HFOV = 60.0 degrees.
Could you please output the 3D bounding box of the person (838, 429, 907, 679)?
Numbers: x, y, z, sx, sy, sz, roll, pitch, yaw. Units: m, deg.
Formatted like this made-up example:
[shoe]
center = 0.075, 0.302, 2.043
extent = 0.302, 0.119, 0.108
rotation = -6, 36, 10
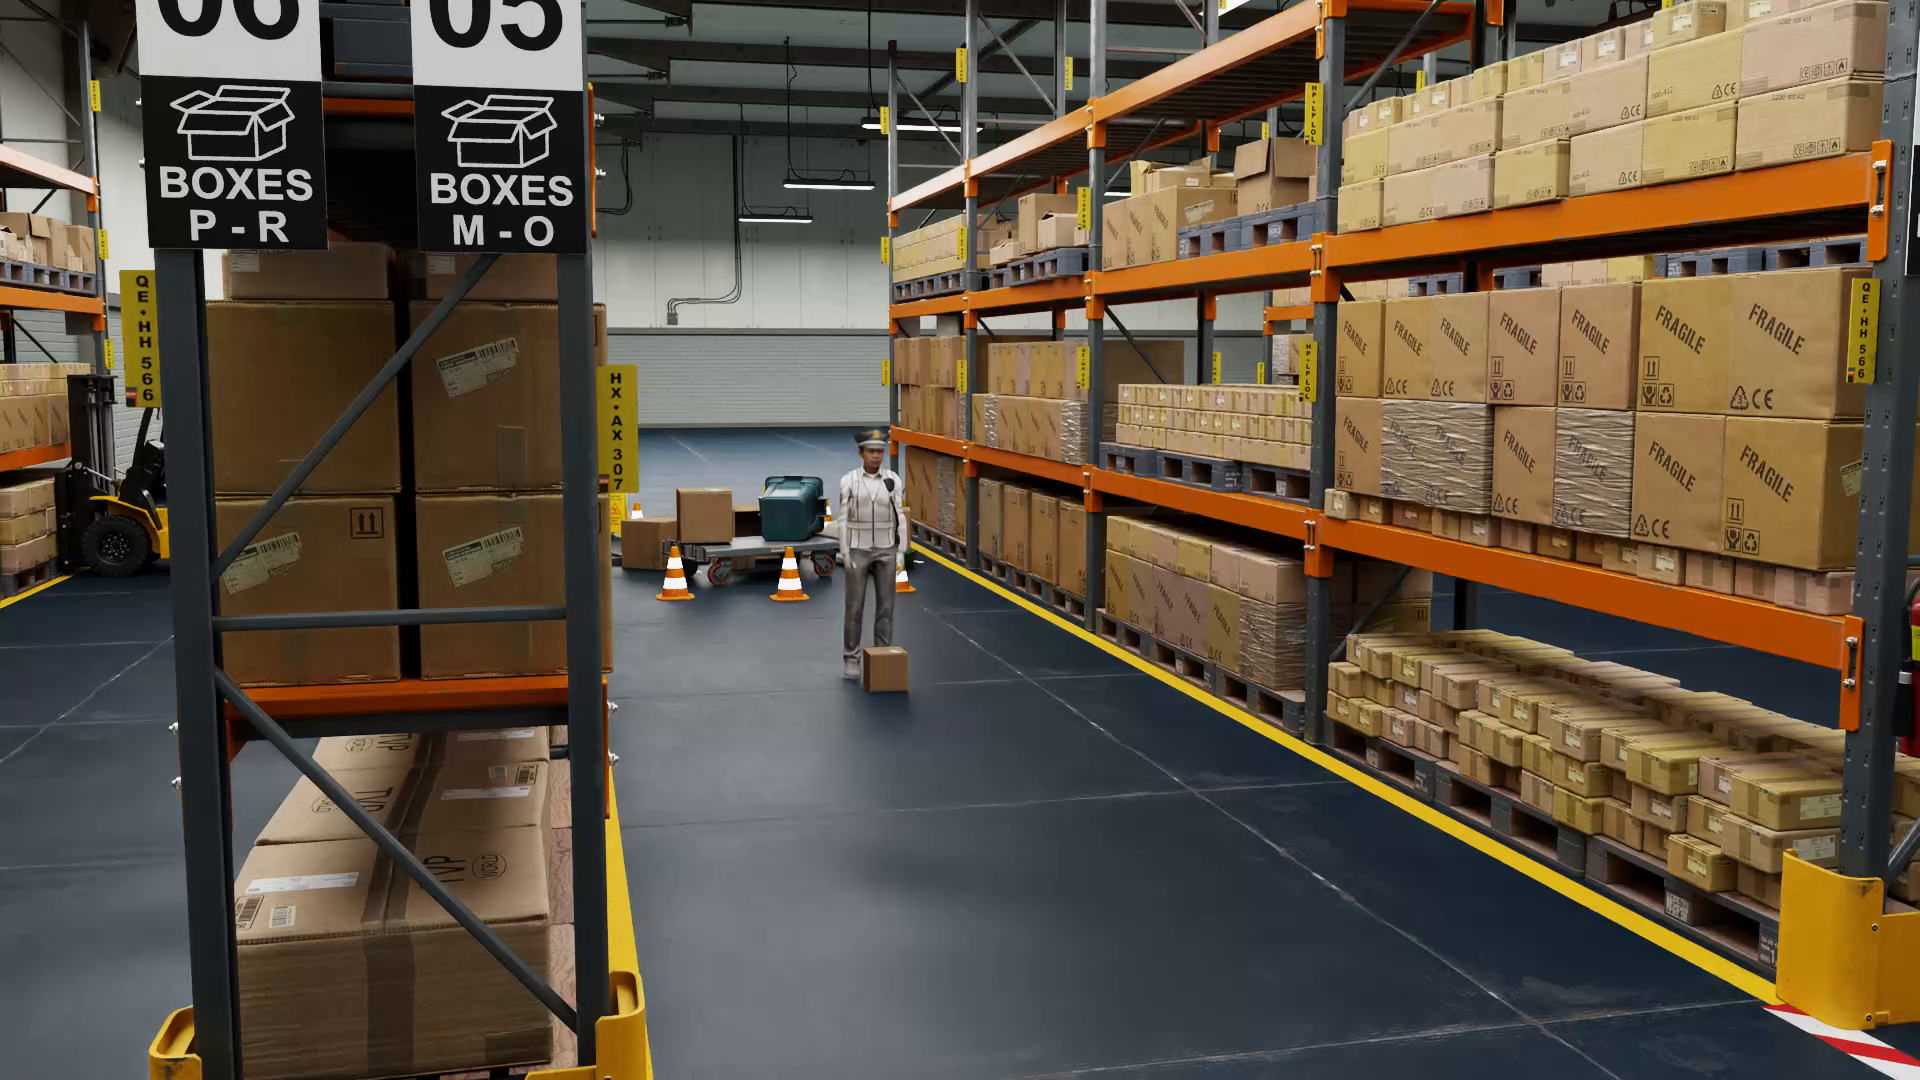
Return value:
[person]
center = -0.592, 0.094, 11.299
extent = 0.468, 1.695, 0.347
rotation = -1, 6, -13
